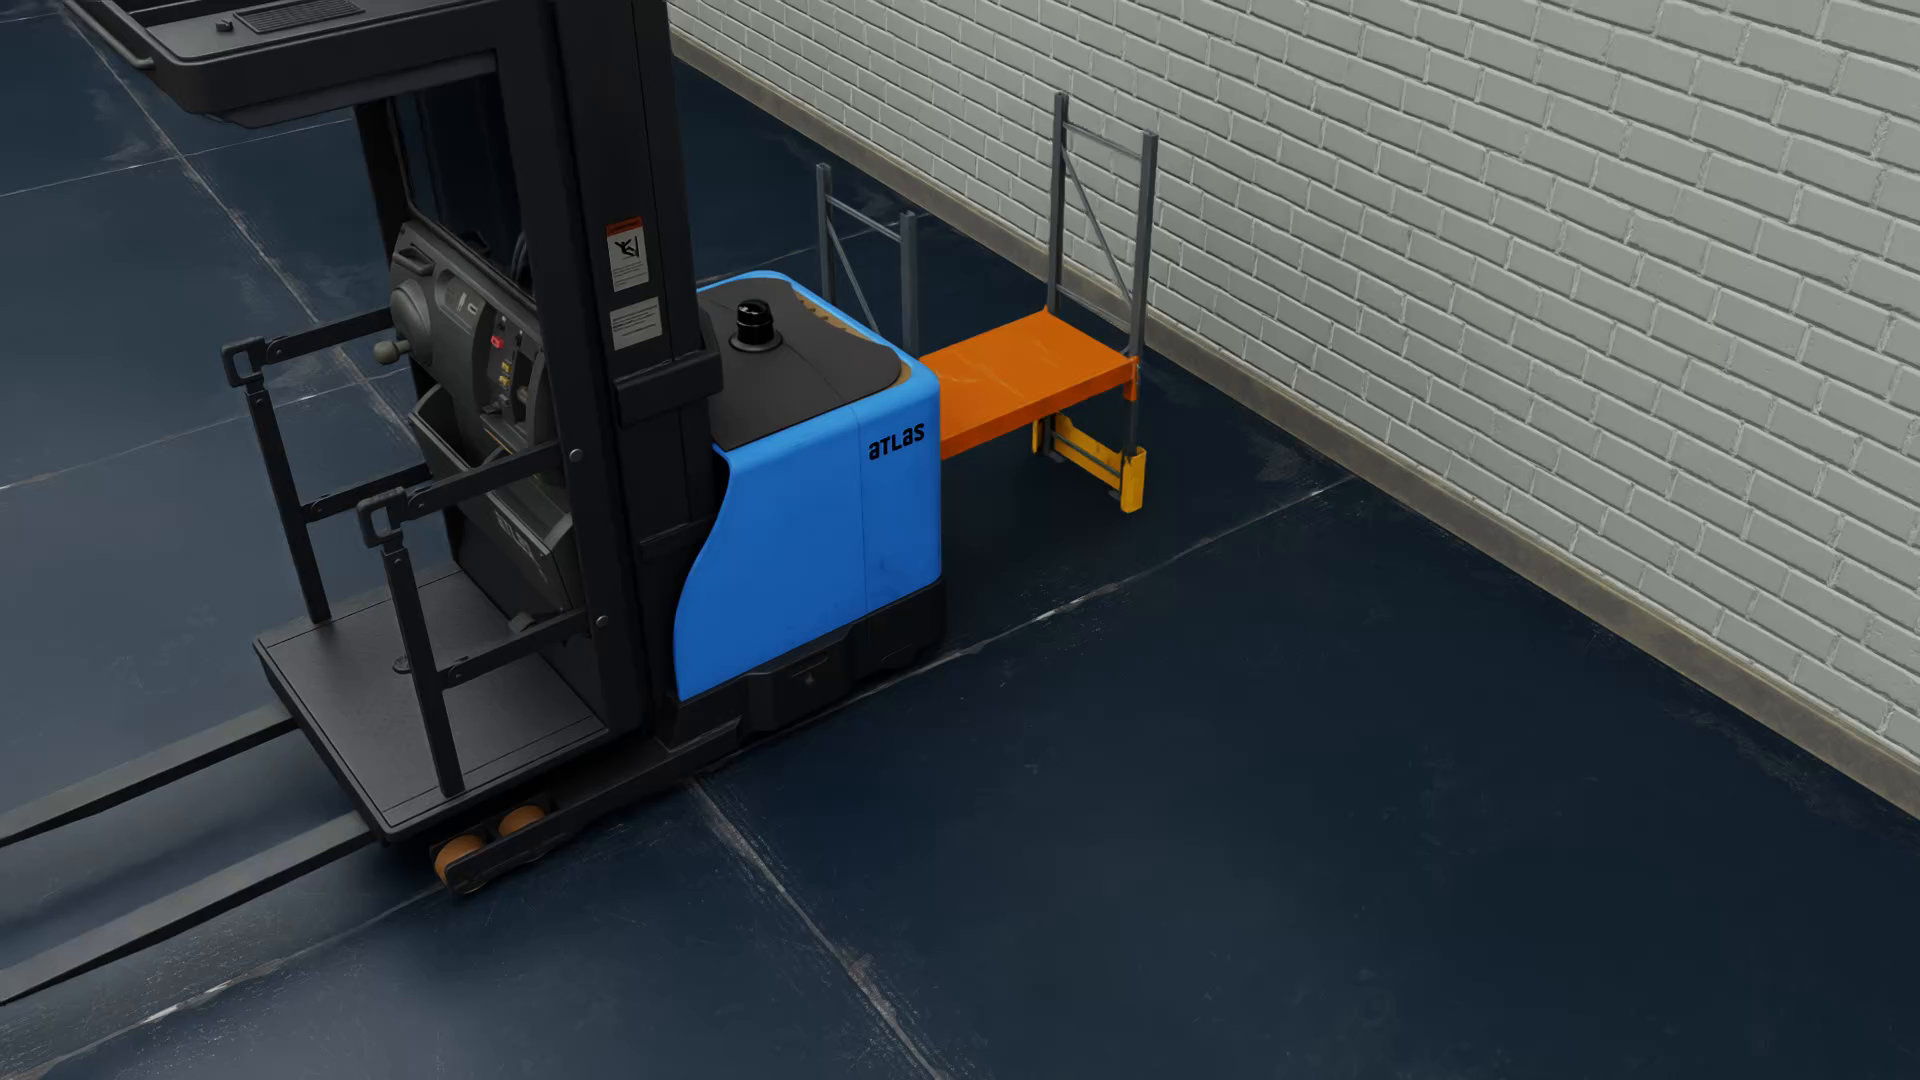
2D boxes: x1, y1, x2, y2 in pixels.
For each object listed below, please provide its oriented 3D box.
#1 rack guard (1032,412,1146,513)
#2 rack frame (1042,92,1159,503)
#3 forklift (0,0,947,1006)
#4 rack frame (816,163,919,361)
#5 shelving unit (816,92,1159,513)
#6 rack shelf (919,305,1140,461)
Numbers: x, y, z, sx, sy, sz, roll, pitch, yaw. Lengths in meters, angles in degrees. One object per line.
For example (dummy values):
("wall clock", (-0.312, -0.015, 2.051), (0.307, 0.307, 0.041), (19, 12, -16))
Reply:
("rack guard", (0.498, -0.351, 6.523), (0.087, 0.250, 0.587), (-25, 42, -30))
("rack frame", (0.499, -0.858, 6.159), (0.032, 1.500, 0.500), (-25, 42, -30))
("forklift", (-1.517, -0.517, 4.458), (3.031, 2.935, 1.130), (-25, 42, -30))
("rack frame", (-0.299, -0.491, 5.648), (0.032, 1.500, 0.500), (-25, 42, -30))
("shelving unit", (0.107, -0.678, 5.908), (1.083, 1.500, 0.587), (-25, 42, -30))
("rack shelf", (0.100, -0.529, 6.008), (1.000, 0.185, 0.538), (-25, 42, -30))
